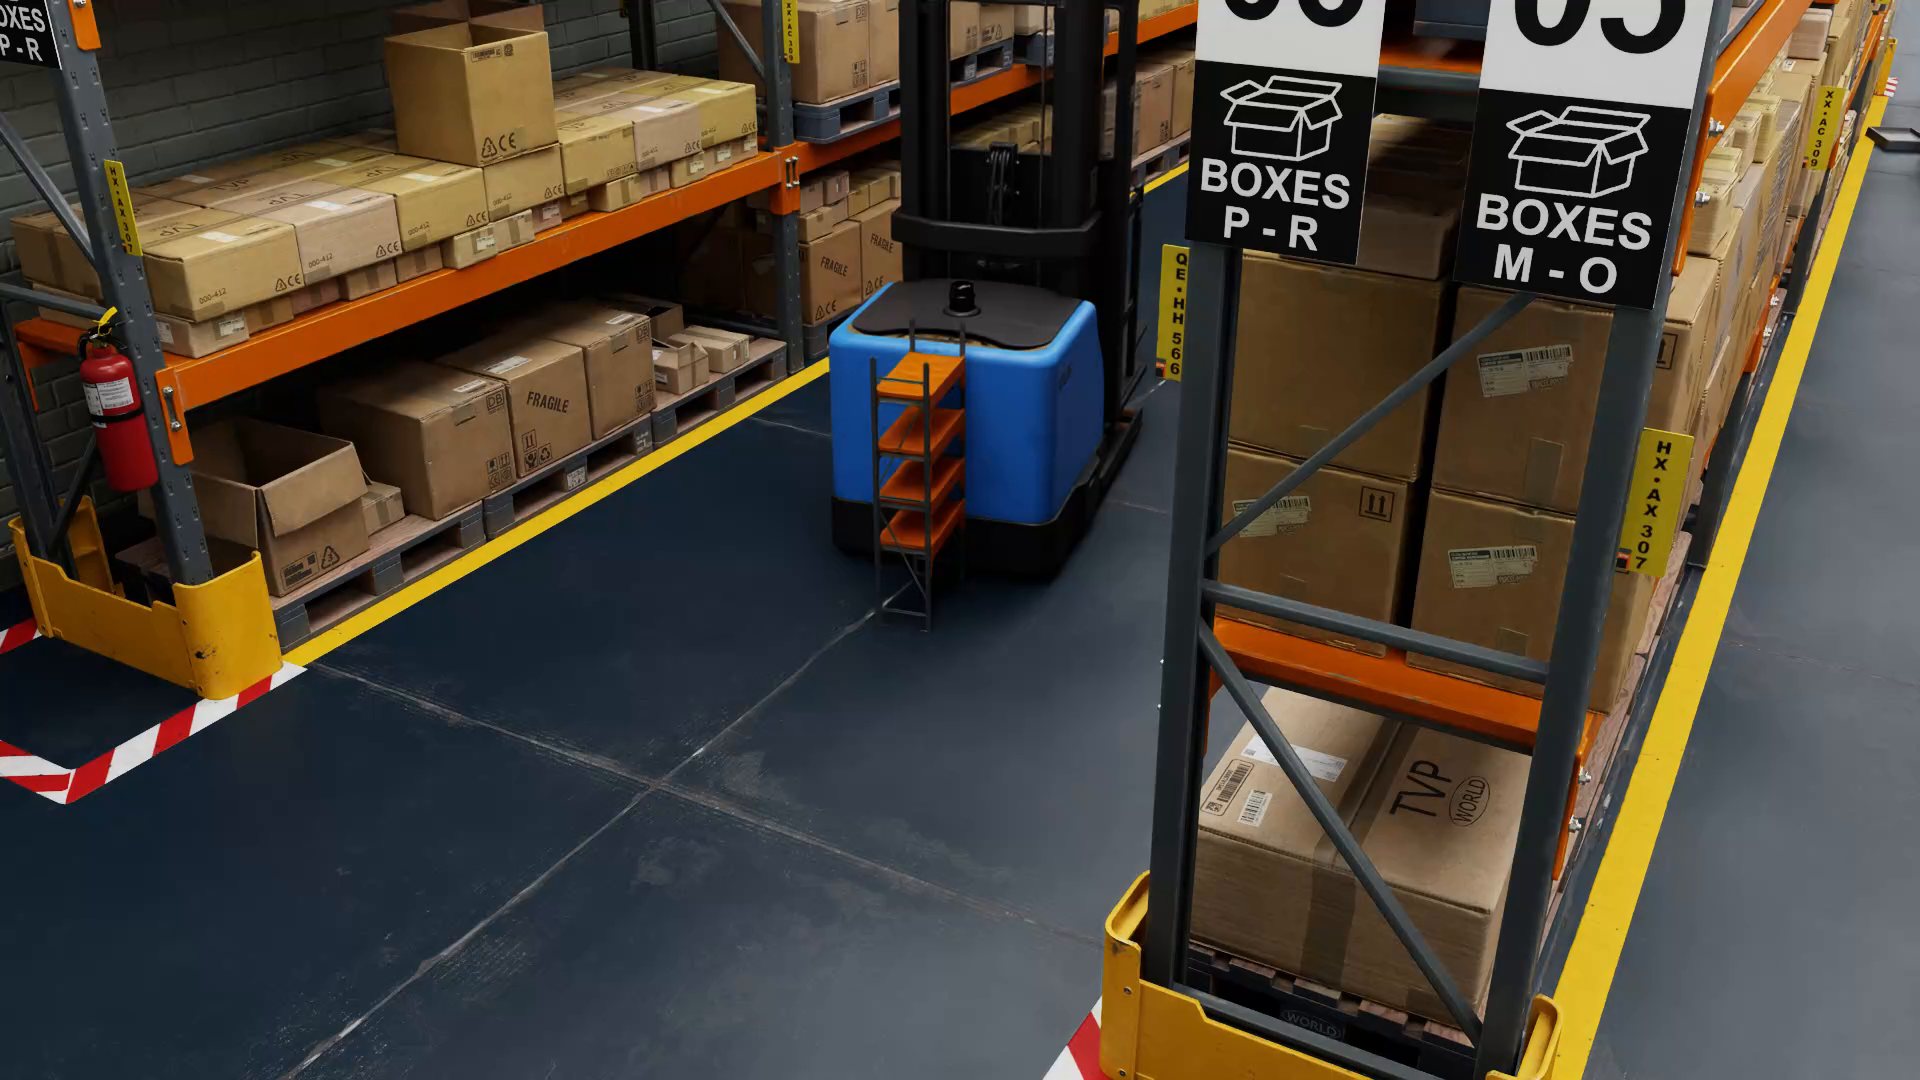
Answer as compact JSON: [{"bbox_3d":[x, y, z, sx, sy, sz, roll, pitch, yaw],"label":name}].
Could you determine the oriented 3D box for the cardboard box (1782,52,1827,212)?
[{"bbox_3d":[2.954,-1.584,6.335,0.500,0.500,0.500,14,30,26],"label":"cardboard box"}]

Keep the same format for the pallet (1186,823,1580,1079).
[{"bbox_3d":[1.303,1.140,5.237,1.003,0.211,1.213,14,30,26],"label":"pallet"}]

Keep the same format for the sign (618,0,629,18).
[{"bbox_3d":[-1.862,-3.067,9.233,0.100,0.325,0.005,14,30,26],"label":"sign"}]

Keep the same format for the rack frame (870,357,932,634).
[{"bbox_3d":[-0.236,-0.161,6.732,0.240,1.200,0.015,8,28,15],"label":"rack frame"}]

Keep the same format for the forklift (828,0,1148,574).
[{"bbox_3d":[0.337,-1.802,8.075,1.130,2.935,3.031,8,28,15],"label":"forklift"}]

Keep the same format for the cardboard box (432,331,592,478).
[{"bbox_3d":[-2.160,-0.666,8.052,0.500,0.500,0.500,15,30,27],"label":"cardboard box"}]

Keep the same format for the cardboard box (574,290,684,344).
[{"bbox_3d":[-1.908,-1.209,9.348,0.500,0.311,0.500,15,30,28],"label":"cardboard box"}]

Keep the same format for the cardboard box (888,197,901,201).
[{"bbox_3d":[-0.441,-2.041,10.799,0.500,0.500,0.500,13,29,25],"label":"cardboard box"}]

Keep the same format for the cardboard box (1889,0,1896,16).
[{"bbox_3d":[8.302,-4.870,15.168,0.380,0.149,0.250,16,31,28],"label":"cardboard box"}]

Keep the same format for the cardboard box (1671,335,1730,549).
[{"bbox_3d":[1.955,-0.344,4.975,0.500,0.500,0.500,14,30,26],"label":"cardboard box"}]

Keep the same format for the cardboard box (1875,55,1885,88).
[{"bbox_3d":[8.674,-4.588,16.167,0.500,0.250,0.500,14,30,26],"label":"cardboard box"}]

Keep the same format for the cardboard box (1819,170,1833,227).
[{"bbox_3d":[5.556,-2.416,11.692,0.950,0.372,0.625,14,30,25],"label":"cardboard box"}]

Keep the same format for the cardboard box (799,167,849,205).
[{"bbox_3d":[-0.883,-2.115,9.890,0.380,0.149,0.250,13,29,24],"label":"cardboard box"}]

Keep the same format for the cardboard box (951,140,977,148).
[{"bbox_3d":[-0.109,-2.589,11.169,0.380,0.149,0.250,13,29,24],"label":"cardboard box"}]

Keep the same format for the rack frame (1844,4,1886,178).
[{"bbox_3d":[6.881,-4.455,13.298,1.000,3.000,0.127,14,30,26],"label":"rack frame"}]

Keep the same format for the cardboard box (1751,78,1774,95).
[{"bbox_3d":[2.280,-1.345,5.133,0.380,0.149,0.250,14,30,26],"label":"cardboard box"}]

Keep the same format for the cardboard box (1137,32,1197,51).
[{"bbox_3d":[1.923,-4.166,14.904,0.875,0.625,0.625,14,30,26],"label":"cardboard box"}]

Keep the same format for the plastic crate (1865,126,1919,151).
[{"bbox_3d":[8.368,-3.580,14.813,0.402,0.080,0.583,4,27,8],"label":"plastic crate"}]

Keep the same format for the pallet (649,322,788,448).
[{"bbox_3d":[-1.716,-0.914,9.340,1.003,0.211,1.213,14,30,26],"label":"pallet"}]

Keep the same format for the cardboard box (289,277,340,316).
[{"bbox_3d":[-2.761,-1.044,6.766,0.380,0.149,0.250,14,30,25],"label":"cardboard box"}]

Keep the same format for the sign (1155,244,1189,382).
[{"bbox_3d":[0.513,-0.527,3.893,0.100,0.325,0.005,14,30,26],"label":"sign"}]

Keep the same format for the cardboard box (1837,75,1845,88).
[{"bbox_3d":[4.158,-2.201,8.404,0.500,0.250,0.500,13,29,25],"label":"cardboard box"}]

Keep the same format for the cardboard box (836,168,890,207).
[{"bbox_3d":[-0.661,-2.207,10.407,0.380,0.149,0.250,14,30,25],"label":"cardboard box"}]

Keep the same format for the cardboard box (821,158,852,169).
[{"bbox_3d":[-0.925,-2.397,10.786,0.380,0.149,0.250,15,30,27],"label":"cardboard box"}]

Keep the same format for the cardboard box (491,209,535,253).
[{"bbox_3d":[-2.156,-1.423,7.523,0.380,0.149,0.250,15,30,27],"label":"cardboard box"}]

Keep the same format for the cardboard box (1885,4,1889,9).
[{"bbox_3d":[7.316,-4.394,13.458,0.380,0.149,0.250,14,30,26],"label":"cardboard box"}]

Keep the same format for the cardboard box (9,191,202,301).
[{"bbox_3d":[-3.350,-1.173,6.578,0.500,0.250,0.500,15,30,28],"label":"cardboard box"}]

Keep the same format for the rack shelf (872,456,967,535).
[{"bbox_3d":[-0.165,-0.205,6.970,0.258,0.148,0.480,8,28,15],"label":"rack shelf"}]

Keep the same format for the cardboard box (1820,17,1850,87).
[{"bbox_3d":[3.413,-1.937,7.040,0.500,0.500,0.500,15,30,27],"label":"cardboard box"}]

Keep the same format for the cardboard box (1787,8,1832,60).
[{"bbox_3d":[3.071,-1.929,6.299,0.380,0.149,0.250,14,30,25],"label":"cardboard box"}]

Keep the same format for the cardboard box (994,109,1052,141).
[{"bbox_3d":[0.461,-2.986,11.963,0.380,0.149,0.250,13,29,23],"label":"cardboard box"}]

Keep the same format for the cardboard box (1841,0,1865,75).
[{"bbox_3d":[4.392,-2.735,8.633,0.500,0.500,0.500,14,30,26],"label":"cardboard box"}]

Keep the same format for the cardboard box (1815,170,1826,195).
[{"bbox_3d":[4.165,-1.974,8.510,0.500,0.250,0.500,14,30,25],"label":"cardboard box"}]

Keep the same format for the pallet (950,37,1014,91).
[{"bbox_3d":[-0.362,-3.143,10.891,1.003,0.211,1.213,14,30,26],"label":"pallet"}]

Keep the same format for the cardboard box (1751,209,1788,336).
[{"bbox_3d":[2.940,-1.145,6.574,0.500,0.500,0.500,14,30,27],"label":"cardboard box"}]

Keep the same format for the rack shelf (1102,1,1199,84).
[{"bbox_3d":[1.574,-4.445,14.083,1.077,0.370,4.000,14,30,26],"label":"rack shelf"}]

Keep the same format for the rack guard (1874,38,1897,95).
[{"bbox_3d":[8.812,-4.866,16.913,1.175,0.500,0.348,14,30,26],"label":"rack guard"}]

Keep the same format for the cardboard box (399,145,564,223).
[{"bbox_3d":[-2.160,-1.652,7.534,0.500,0.250,0.500,13,30,25],"label":"cardboard box"}]

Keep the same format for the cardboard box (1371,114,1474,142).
[{"bbox_3d":[1.298,-1.056,4.556,0.380,0.149,0.250,15,30,27],"label":"cardboard box"}]

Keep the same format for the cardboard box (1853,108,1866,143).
[{"bbox_3d":[7.407,-3.583,14.160,0.500,0.250,0.500,13,29,24],"label":"cardboard box"}]

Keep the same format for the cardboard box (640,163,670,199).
[{"bbox_3d":[-1.683,-1.827,8.330,0.380,0.149,0.250,15,30,27],"label":"cardboard box"}]

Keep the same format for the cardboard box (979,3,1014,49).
[{"bbox_3d":[-0.052,-3.544,10.895,0.797,0.503,0.637,13,30,25],"label":"cardboard box"}]

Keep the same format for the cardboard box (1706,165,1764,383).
[{"bbox_3d":[1.957,-0.799,4.767,0.500,0.500,0.500,14,30,26],"label":"cardboard box"}]

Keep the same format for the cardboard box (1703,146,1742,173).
[{"bbox_3d":[1.802,-0.938,4.319,0.380,0.149,0.250,13,29,24],"label":"cardboard box"}]

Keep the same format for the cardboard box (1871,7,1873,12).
[{"bbox_3d":[6.354,-3.874,11.950,0.380,0.149,0.250,14,30,26],"label":"cardboard box"}]

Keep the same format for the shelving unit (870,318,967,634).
[{"bbox_3d":[-0.165,-0.266,6.940,0.258,1.200,0.503,8,28,15],"label":"shelving unit"}]

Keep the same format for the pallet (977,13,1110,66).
[{"bbox_3d":[0.318,-3.622,11.849,1.213,0.211,1.003,14,30,26],"label":"pallet"}]

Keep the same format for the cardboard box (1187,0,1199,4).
[{"bbox_3d":[1.777,-4.638,13.833,0.500,0.250,0.500,15,30,28],"label":"cardboard box"}]

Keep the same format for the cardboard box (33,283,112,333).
[{"bbox_3d":[-3.416,-0.946,6.569,0.380,0.149,0.250,14,30,26],"label":"cardboard box"}]

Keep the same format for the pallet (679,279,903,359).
[{"bbox_3d":[-1.010,-1.507,10.524,1.003,0.211,1.213,14,30,26],"label":"pallet"}]

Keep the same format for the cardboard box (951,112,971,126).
[{"bbox_3d":[-0.144,-3.001,11.992,0.380,0.149,0.250,15,30,27],"label":"cardboard box"}]

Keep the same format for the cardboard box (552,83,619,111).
[{"bbox_3d":[-2.097,-2.164,8.557,0.500,0.250,0.500,14,30,26],"label":"cardboard box"}]

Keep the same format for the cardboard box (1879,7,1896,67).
[{"bbox_3d":[8.428,-4.733,15.620,0.500,0.500,0.500,15,30,28],"label":"cardboard box"}]

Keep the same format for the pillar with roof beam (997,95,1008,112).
[{"bbox_3d":[4.195,-6.429,10.539,9.100,9.000,0.400,14,30,26],"label":"pillar with roof beam"}]
